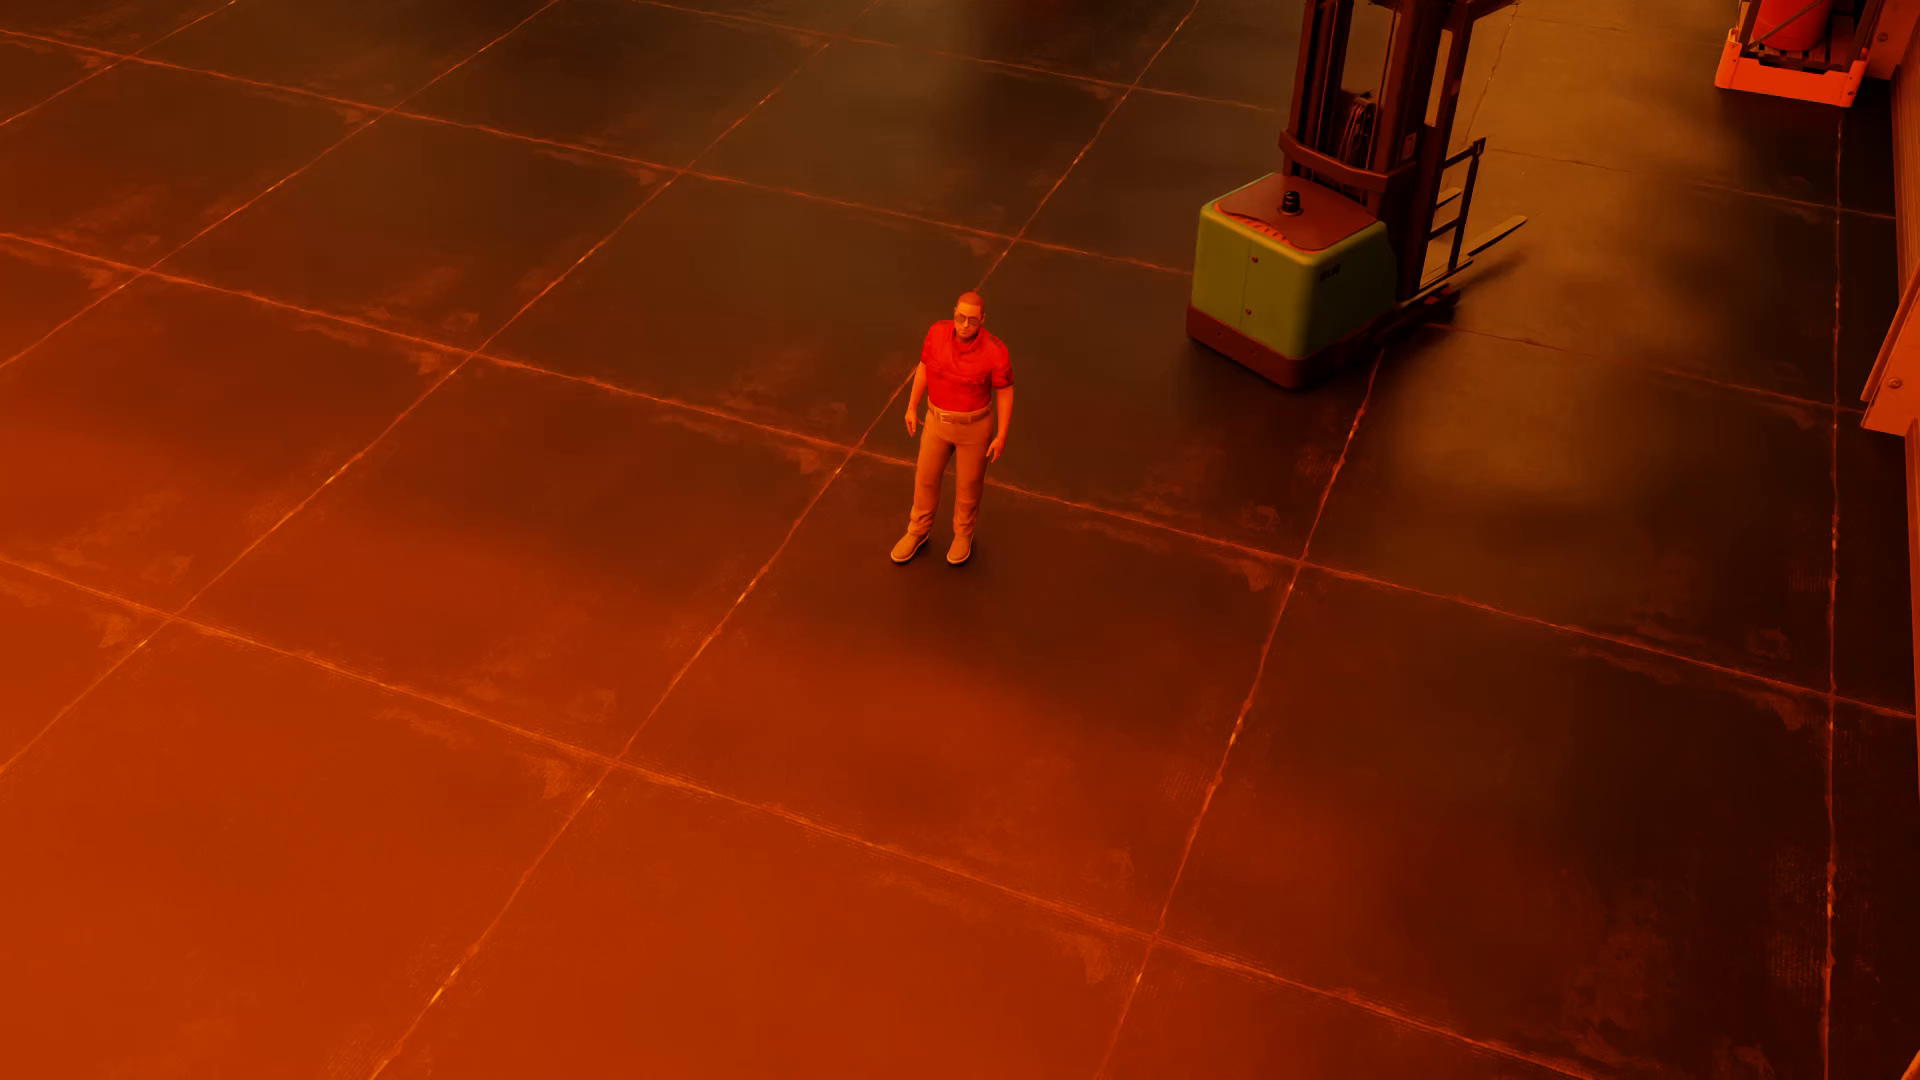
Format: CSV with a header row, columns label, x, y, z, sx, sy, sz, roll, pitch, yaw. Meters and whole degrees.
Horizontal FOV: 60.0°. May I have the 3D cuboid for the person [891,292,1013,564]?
label,x,y,z,sx,sy,sz,roll,pitch,yaw
person,-0.045,-0.618,9.670,0.640,1.727,0.551,15,42,17

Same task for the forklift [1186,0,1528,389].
label,x,y,z,sx,sy,sz,roll,pitch,yaw
forklift,3.063,-2.974,11.559,3.031,2.935,1.130,-30,48,-31
